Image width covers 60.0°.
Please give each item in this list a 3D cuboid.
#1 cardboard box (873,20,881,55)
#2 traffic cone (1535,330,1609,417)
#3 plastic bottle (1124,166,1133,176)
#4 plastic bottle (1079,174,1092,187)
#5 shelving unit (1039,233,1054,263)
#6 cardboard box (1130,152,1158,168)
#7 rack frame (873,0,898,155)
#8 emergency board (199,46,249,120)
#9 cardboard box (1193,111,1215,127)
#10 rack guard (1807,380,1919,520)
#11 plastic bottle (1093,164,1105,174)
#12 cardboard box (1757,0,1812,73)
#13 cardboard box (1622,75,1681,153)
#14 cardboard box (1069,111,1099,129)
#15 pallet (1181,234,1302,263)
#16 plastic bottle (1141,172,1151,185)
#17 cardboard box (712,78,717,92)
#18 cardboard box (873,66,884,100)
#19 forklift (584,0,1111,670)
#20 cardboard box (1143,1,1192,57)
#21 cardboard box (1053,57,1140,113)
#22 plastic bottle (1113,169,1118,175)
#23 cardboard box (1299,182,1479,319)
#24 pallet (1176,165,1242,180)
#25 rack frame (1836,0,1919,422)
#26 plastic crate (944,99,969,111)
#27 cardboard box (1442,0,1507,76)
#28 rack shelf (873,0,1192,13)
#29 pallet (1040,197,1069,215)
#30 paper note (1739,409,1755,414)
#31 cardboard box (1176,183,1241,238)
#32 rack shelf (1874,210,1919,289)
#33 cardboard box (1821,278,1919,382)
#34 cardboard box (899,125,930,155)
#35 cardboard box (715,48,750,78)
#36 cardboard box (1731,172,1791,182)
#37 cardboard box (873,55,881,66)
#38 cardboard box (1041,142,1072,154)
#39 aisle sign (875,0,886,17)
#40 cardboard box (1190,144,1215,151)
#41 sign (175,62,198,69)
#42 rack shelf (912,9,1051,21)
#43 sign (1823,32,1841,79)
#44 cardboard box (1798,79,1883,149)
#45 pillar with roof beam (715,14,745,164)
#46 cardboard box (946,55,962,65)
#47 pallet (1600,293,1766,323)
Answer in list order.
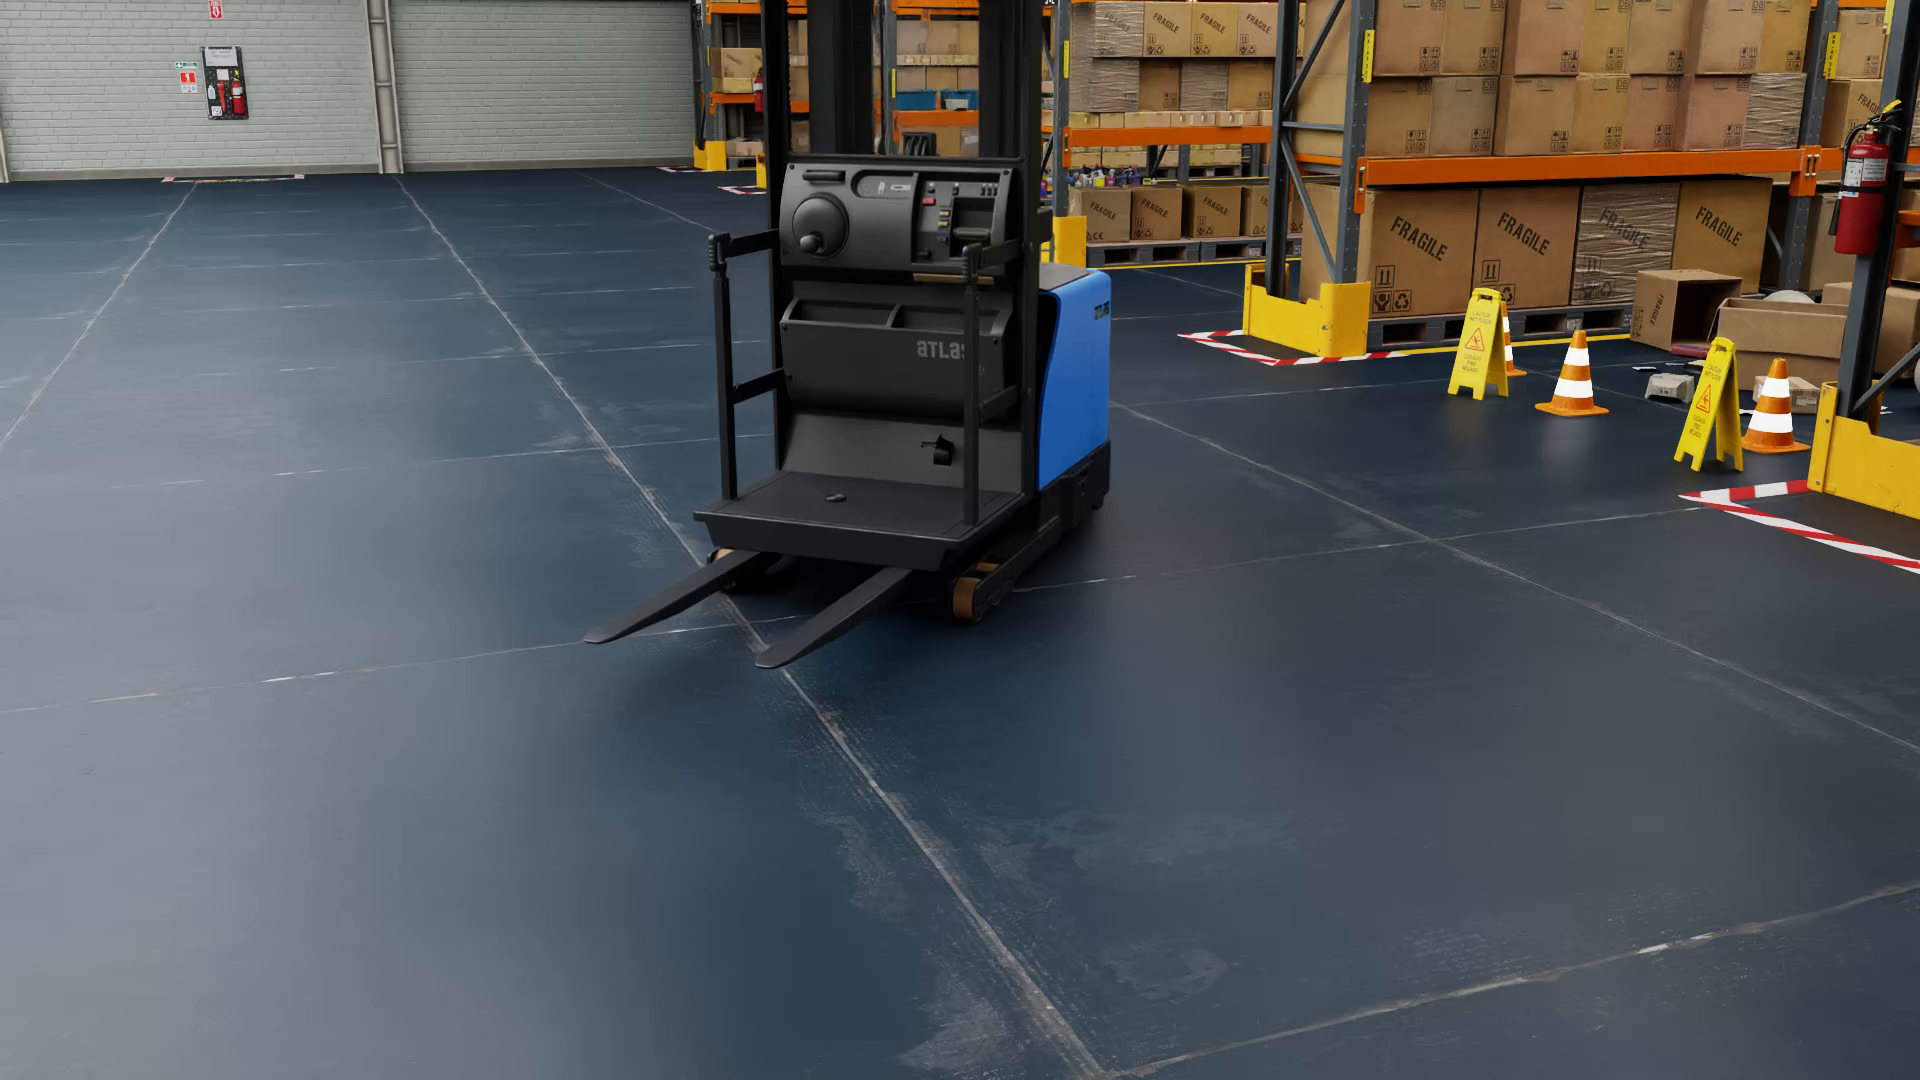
[{"bbox_3d":[-1.307,-7.592,25.149,0.500,0.500,0.700,-6,17,-20],"label":"cardboard box"},{"bbox_3d":[3.556,-0.976,9.602,0.334,0.463,0.336,-6,17,-20],"label":"traffic cone"},{"bbox_3d":[2.197,-4.704,21.714,0.185,0.351,0.144,-6,17,-20],"label":"plastic bottle"},{"bbox_3d":[1.615,-4.563,21.367,0.135,0.276,0.152,-6,17,-19],"label":"plastic bottle"},{"bbox_3d":[0.289,-0.829,7.791,0.258,1.200,0.189,6,17,20],"label":"shelving unit"},{"bbox_3d":[2.879,-6.183,26.966,0.500,0.250,0.500,-6,17,-19],"label":"cardboard box"},{"bbox_3d":[-0.988,-5.464,20.380,0.127,3.000,1.000,-6,17,-20],"label":"rack frame"},{"bbox_3d":[-12.113,-7.524,27.397,0.643,1.169,0.194,-6,17,-20],"label":"emergency board"},{"bbox_3d":[2.301,-4.134,16.297,0.250,0.149,0.380,-6,17,-20],"label":"cardboard box"},{"bbox_3d":[4.401,-0.361,7.442,0.348,0.500,1.175,-6,17,-20],"label":"rack guard"},{"bbox_3d":[1.845,-4.835,22.159,0.185,0.351,0.144,-6,17,-19],"label":"plastic bottle"},{"bbox_3d":[5.843,-3.811,12.568,0.550,0.550,0.875,-6,17,-20],"label":"cardboard box"},{"bbox_3d":[4.808,-3.195,12.390,0.550,0.550,0.875,-6,17,-20],"label":"cardboard box"},{"bbox_3d":[1.136,-4.006,15.862,0.250,0.149,0.380,-6,17,-20],"label":"cardboard box"},{"bbox_3d":[2.764,-3.025,17.024,1.213,0.211,1.003,-6,17,-20],"label":"pallet"},{"bbox_3d":[2.416,-4.639,21.613,0.133,0.283,0.061,-5,17,-17],"label":"plastic bottle"},{"bbox_3d":[-4.166,-8.106,29.609,0.500,0.250,0.500,-6,17,-19],"label":"cardboard box"},{"bbox_3d":[-1.362,-6.962,25.304,0.500,0.500,0.700,-6,17,-20],"label":"cardboard box"},{"bbox_3d":[-0.325,-1.239,6.116,1.130,2.935,3.031,6,17,20],"label":"forklift"},{"bbox_3d":[1.865,-4.863,15.856,0.500,0.500,0.500,-6,17,-20],"label":"cardboard box"},{"bbox_3d":[1.308,-4.399,16.051,0.500,0.500,0.875,-6,17,-20],"label":"cardboard box"},{"bbox_3d":[2.039,-4.790,22.127,0.133,0.283,0.061,-6,17,-20],"label":"plastic bottle"},{"bbox_3d":[3.074,-2.113,11.996,0.875,0.875,0.875,-6,17,-20],"label":"cardboard box"},{"bbox_3d":[3.931,-6.163,27.711,1.213,0.211,1.003,-6,17,-20],"label":"pallet"},{"bbox_3d":[4.330,-1.553,7.063,0.127,3.000,1.000,-6,17,-20],"label":"rack frame"},{"bbox_3d":[-0.037,-5.343,20.436,0.250,0.136,0.298,-6,17,-20],"label":"plastic crate"},{"bbox_3d":[3.306,-3.542,11.655,0.550,0.550,0.875,-6,17,-20],"label":"cardboard box"},{"bbox_3d":[0.880,-6.759,20.745,4.000,0.370,1.077,-6,17,-20],"label":"rack shelf"},{"bbox_3d":[0.964,-4.348,21.531,1.213,0.211,1.003,-6,17,-20],"label":"pallet"},{"bbox_3d":[4.501,-0.748,9.590,0.142,0.019,0.148,-14,21,-39],"label":"paper note"},{"bbox_3d":[2.511,-3.349,16.869,0.500,0.500,0.500,-4,17,-15],"label":"cardboard box"},{"bbox_3d":[6.198,-1.410,7.851,4.000,0.370,1.077,-6,17,-20],"label":"rack shelf"},{"bbox_3d":[5.935,-1.360,10.596,0.503,0.637,0.797,-6,17,-20],"label":"cardboard box"},{"bbox_3d":[-0.775,-6.155,25.539,0.500,0.500,0.500,-6,17,-20],"label":"cardboard box"},{"bbox_3d":[-3.980,-8.337,29.064,0.500,0.500,0.500,-6,17,-20],"label":"cardboard box"},{"bbox_3d":[8.907,-4.213,19.147,0.875,0.875,1.225,-7,18,-23],"label":"cardboard box"},{"bbox_3d":[-1.350,-7.214,25.011,0.250,0.149,0.380,-7,18,-22],"label":"cardboard box"},{"bbox_3d":[1.453,-6.298,26.361,0.500,0.311,0.500,-6,17,-20],"label":"cardboard box"},{"bbox_3d":[-0.950,-6.627,19.727,0.004,0.787,0.394,-6,17,-20],"label":"aisle sign"},{"bbox_3d":[3.830,-6.553,27.230,0.500,0.311,0.500,-6,18,-21],"label":"cardboard box"},{"bbox_3d":[-12.658,-7.765,27.214,0.331,0.109,0.001,-6,17,-20],"label":"sign"},{"bbox_3d":[1.070,-9.769,30.995,4.000,0.370,1.077,-6,17,-20],"label":"rack shelf"},{"bbox_3d":[6.400,-3.556,12.207,0.005,0.325,0.100,-6,17,-20],"label":"sign"},{"bbox_3d":[6.787,-3.279,12.762,0.500,0.500,0.500,-6,17,-19],"label":"cardboard box"},{"bbox_3d":[-2.648,-10.114,25.569,0.400,9.000,9.100,-6,17,-20],"label":"pillar with roof beam"},{"bbox_3d":[-0.150,-7.344,25.454,0.250,0.149,0.380,-6,17,-20],"label":"cardboard box"},{"bbox_3d":[5.462,-1.855,13.039,1.213,0.211,1.003,-6,17,-20],"label":"pallet"}]
